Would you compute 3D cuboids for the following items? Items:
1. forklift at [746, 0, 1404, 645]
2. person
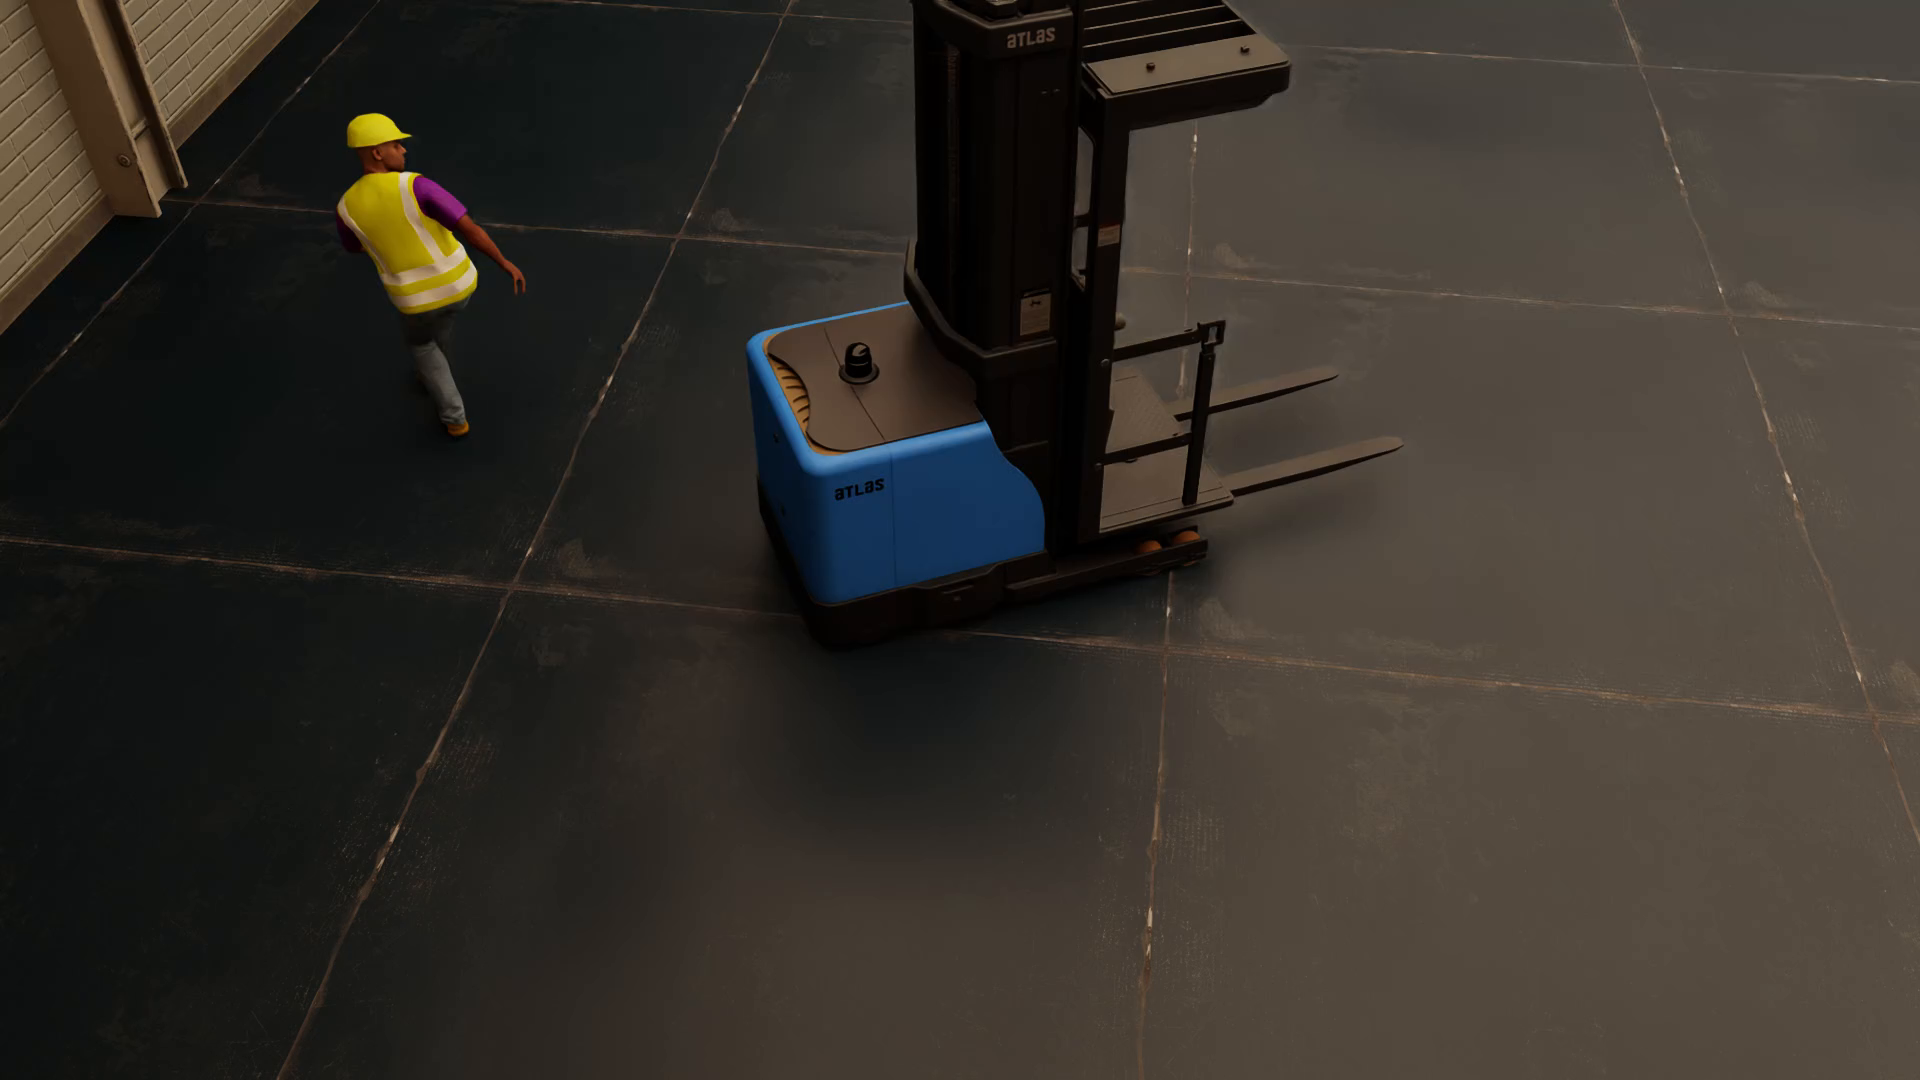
[{"bbox_3d":[0.619,-1.235,7.068,3.031,2.935,1.130,-14,44,-15],"label":"forklift"},{"bbox_3d":[-2.587,-1.373,8.203,0.816,1.599,0.806,-11,44,-12],"label":"person"}]
